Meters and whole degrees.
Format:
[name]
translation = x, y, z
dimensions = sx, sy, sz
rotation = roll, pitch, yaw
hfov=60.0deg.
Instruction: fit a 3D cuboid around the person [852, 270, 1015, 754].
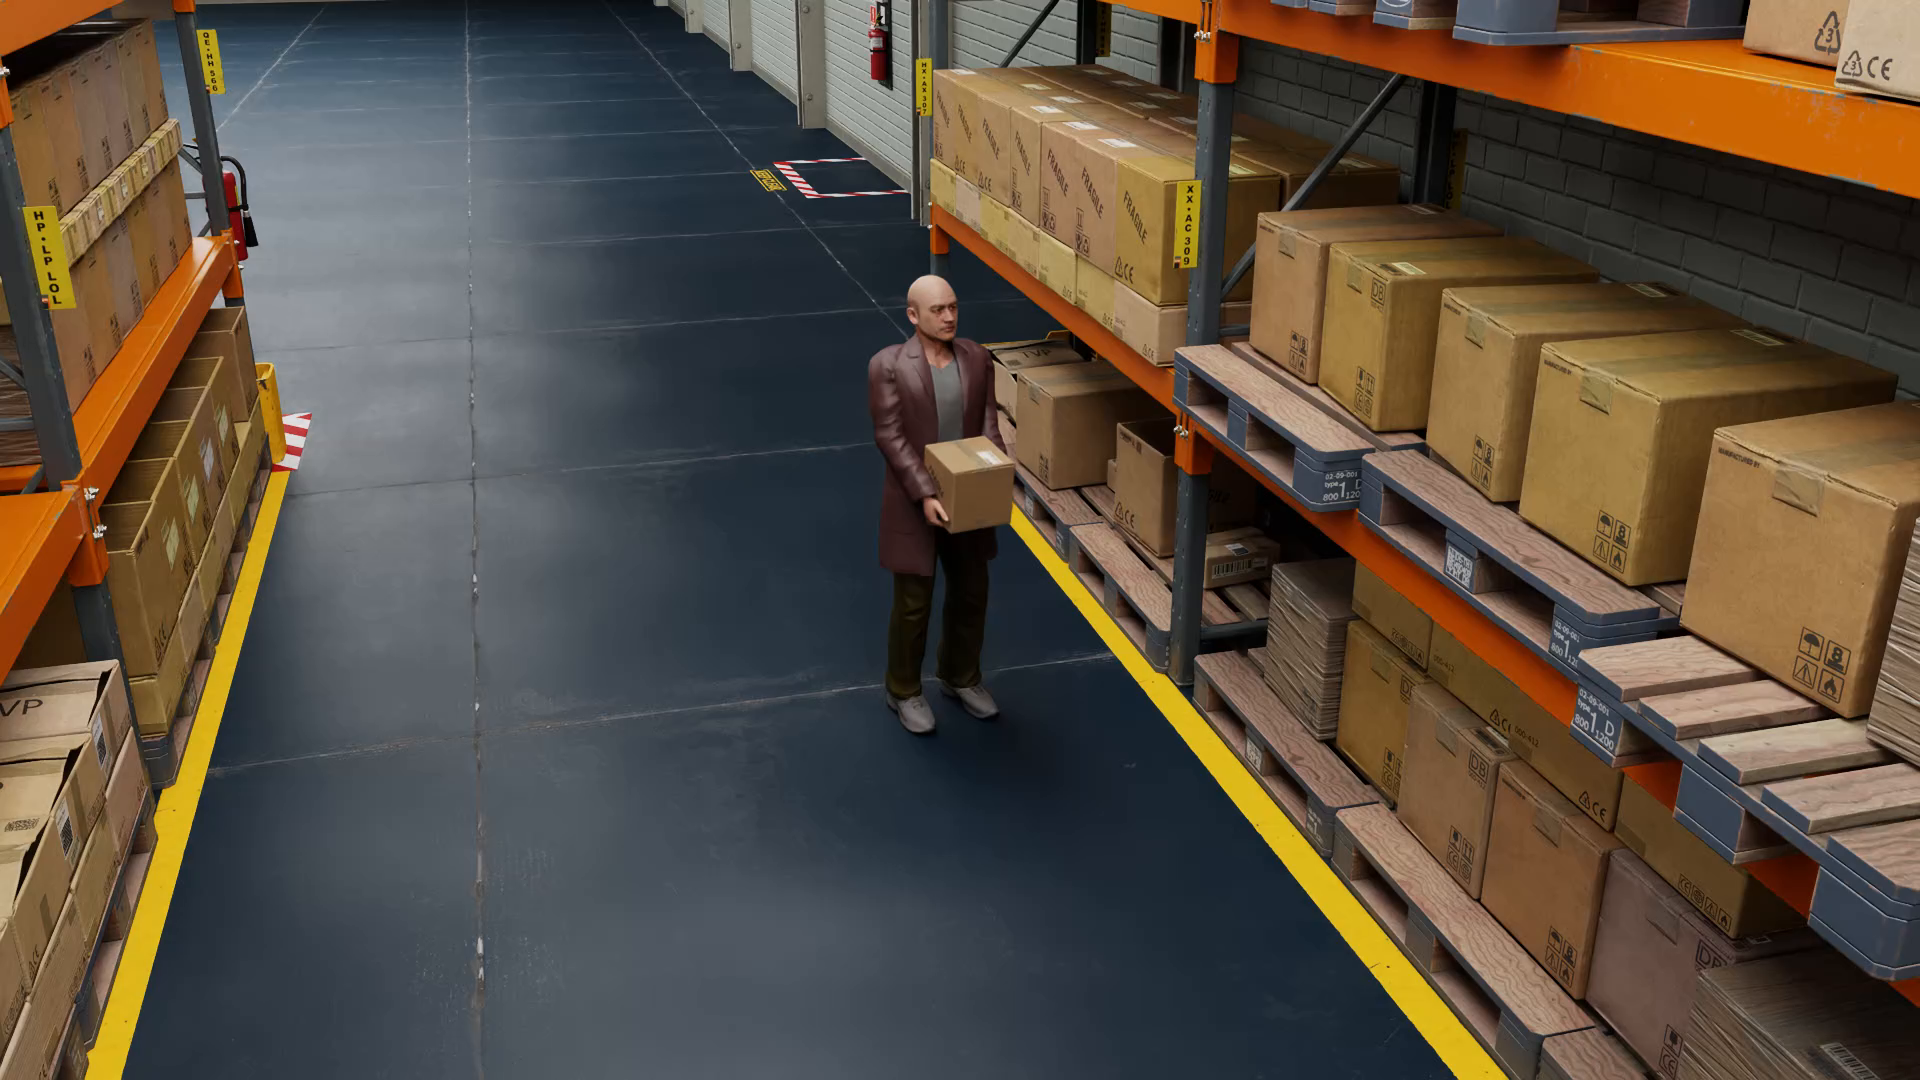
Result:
[person]
translation = -0.064, -0.121, 6.384
dimensions = 0.630, 1.776, 0.581
rotation = -11, 25, -25
